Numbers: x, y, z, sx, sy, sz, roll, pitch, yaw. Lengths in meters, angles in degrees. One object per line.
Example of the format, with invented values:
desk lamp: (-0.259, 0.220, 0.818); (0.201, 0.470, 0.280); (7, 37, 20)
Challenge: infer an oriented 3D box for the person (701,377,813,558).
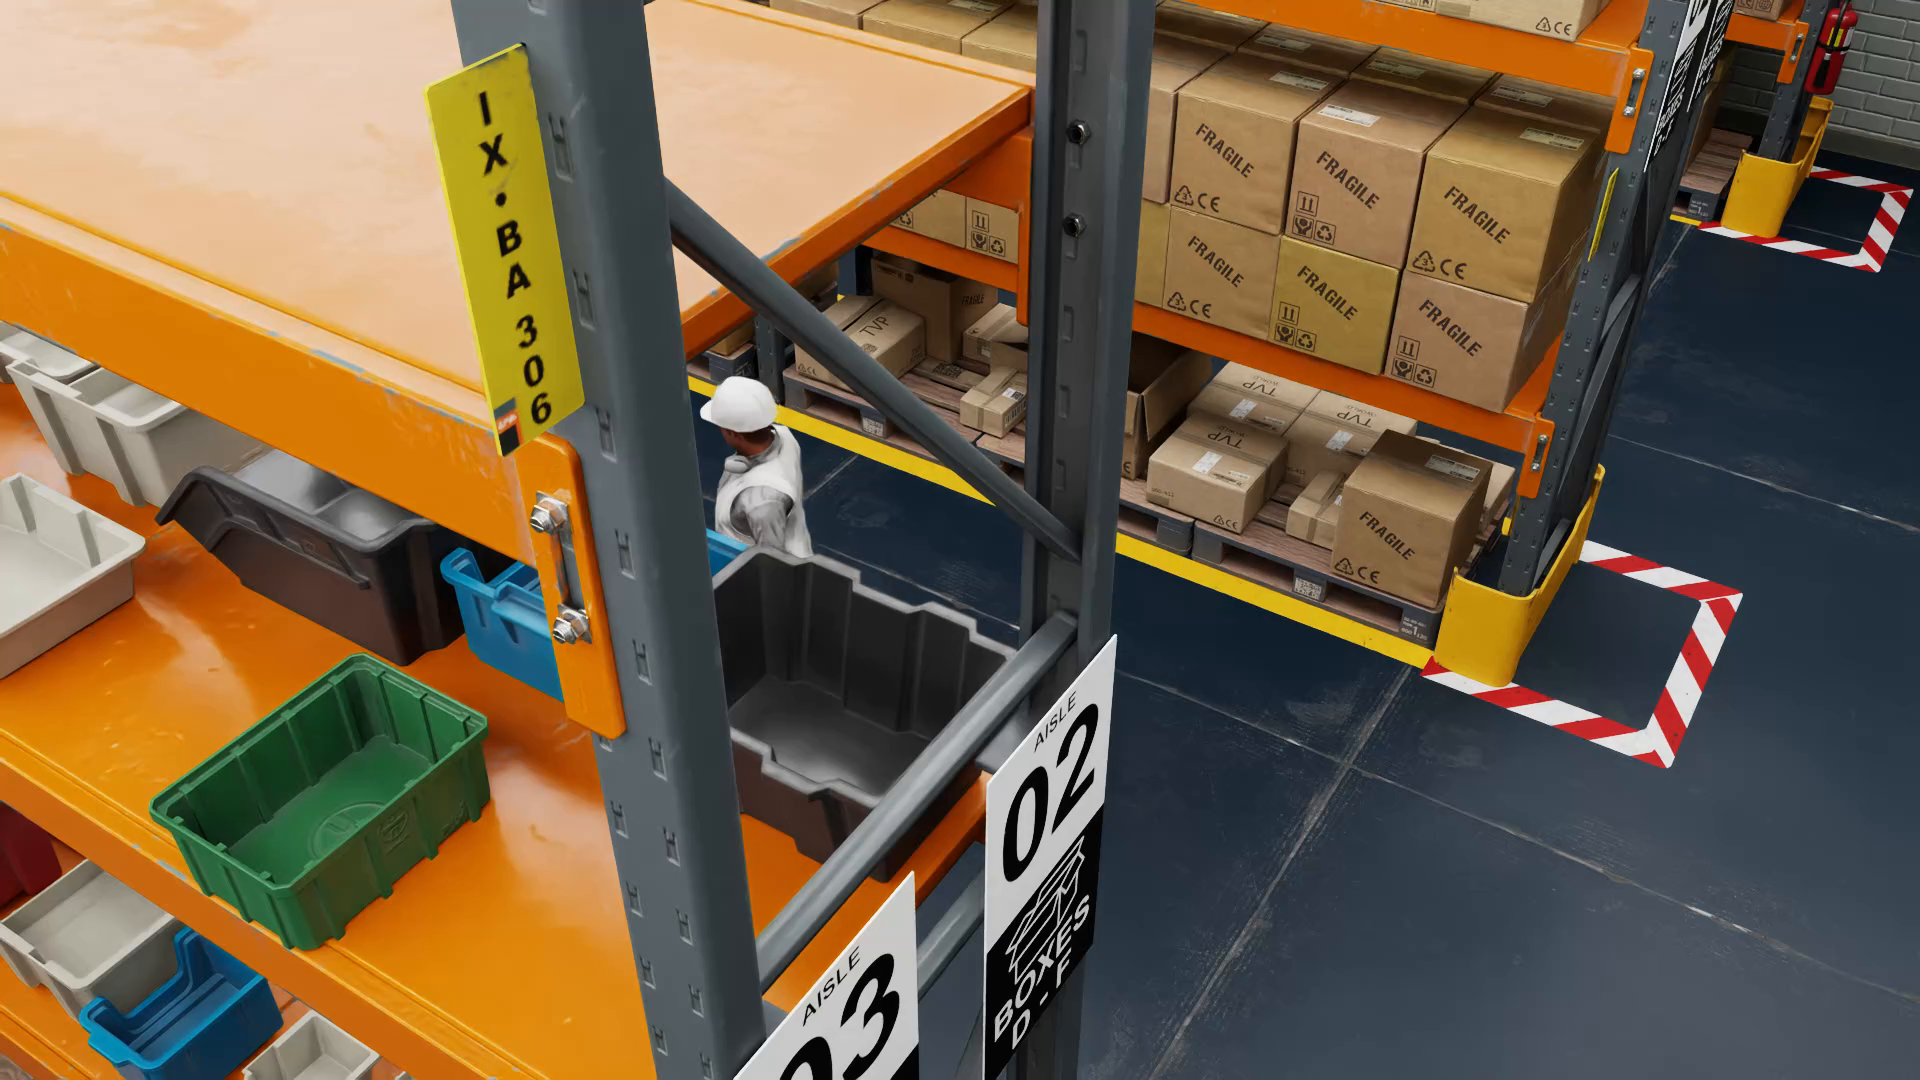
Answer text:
person: (-0.758, 0.102, 6.515); (0.705, 1.755, 0.750); (-1, 38, -2)
